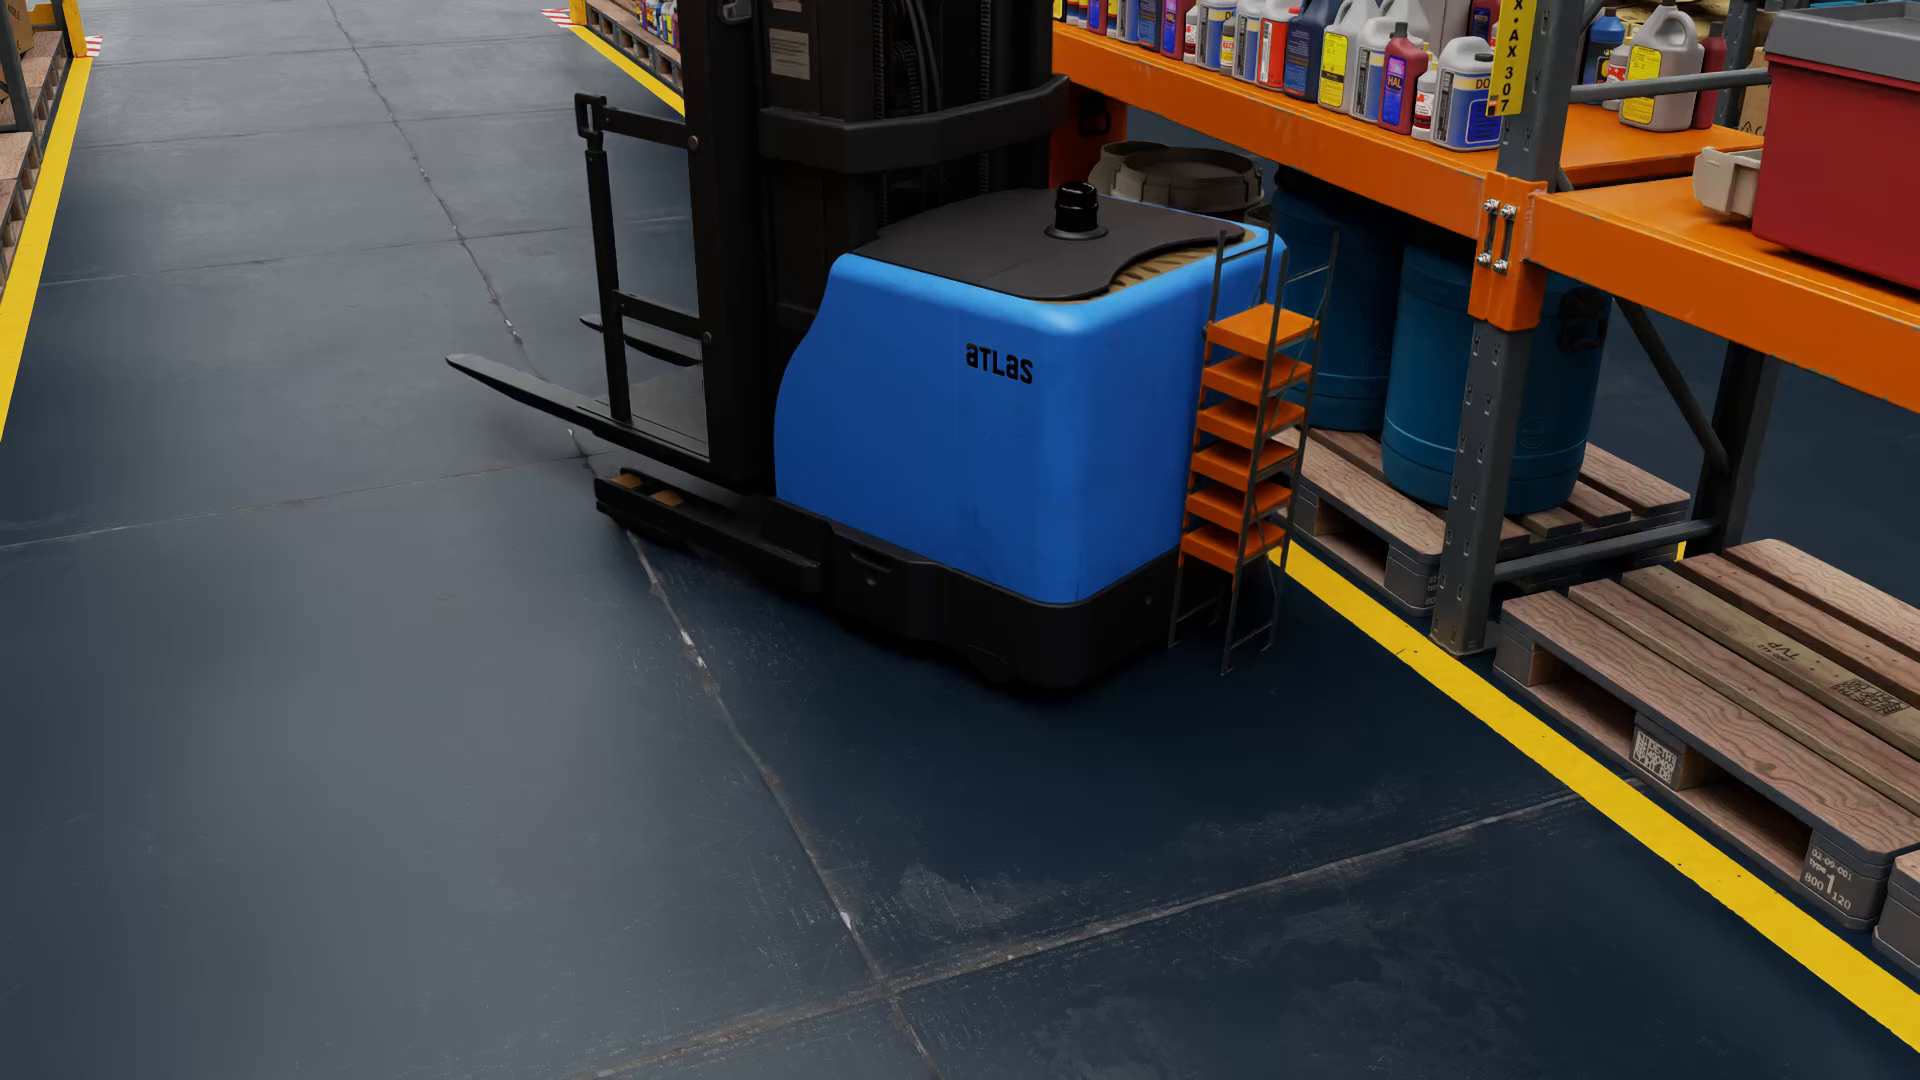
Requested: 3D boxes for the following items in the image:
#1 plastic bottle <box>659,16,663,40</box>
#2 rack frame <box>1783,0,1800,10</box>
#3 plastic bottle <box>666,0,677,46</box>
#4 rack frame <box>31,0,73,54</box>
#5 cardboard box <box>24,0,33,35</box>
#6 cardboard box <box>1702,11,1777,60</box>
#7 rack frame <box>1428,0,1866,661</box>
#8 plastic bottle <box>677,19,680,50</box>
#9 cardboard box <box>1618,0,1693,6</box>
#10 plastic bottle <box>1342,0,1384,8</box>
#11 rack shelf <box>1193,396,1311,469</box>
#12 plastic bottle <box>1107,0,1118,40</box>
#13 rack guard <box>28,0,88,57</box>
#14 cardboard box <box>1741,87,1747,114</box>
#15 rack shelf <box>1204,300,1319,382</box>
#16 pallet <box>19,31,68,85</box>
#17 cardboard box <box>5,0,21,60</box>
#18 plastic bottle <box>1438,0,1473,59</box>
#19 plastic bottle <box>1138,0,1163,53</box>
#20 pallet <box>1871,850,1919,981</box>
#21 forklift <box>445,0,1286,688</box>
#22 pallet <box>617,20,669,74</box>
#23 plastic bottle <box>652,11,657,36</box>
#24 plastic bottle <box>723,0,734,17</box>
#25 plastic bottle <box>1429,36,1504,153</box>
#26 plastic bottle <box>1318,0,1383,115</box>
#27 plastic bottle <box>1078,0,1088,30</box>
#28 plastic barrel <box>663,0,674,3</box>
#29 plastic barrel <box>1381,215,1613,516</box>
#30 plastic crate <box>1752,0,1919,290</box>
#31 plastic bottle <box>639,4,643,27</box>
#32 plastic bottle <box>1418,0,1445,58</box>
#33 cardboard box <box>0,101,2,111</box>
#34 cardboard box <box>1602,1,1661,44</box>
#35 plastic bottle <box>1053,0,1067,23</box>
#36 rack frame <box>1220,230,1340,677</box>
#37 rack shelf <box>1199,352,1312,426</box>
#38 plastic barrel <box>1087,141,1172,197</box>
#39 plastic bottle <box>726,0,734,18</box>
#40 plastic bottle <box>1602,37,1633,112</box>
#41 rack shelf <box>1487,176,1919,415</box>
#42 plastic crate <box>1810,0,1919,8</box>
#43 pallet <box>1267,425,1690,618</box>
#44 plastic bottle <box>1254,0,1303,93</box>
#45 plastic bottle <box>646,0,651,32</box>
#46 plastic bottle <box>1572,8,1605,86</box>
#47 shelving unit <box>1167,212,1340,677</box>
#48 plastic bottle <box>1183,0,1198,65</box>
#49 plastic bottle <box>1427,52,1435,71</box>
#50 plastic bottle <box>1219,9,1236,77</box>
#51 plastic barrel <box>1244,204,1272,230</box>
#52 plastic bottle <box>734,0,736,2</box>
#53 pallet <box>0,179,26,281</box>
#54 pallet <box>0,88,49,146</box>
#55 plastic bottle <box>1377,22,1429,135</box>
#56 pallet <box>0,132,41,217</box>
[{"bbox_3d":[-2.183,-3.825,12.353,0.097,0.201,0.097,0,26,0],"label":"plastic bottle"},{"bbox_3d":[7.783,-6.059,14.242,1.000,3.000,0.127,-11,28,-21],"label":"rack frame"},{"bbox_3d":[-2.052,-3.783,12.097,0.144,0.351,0.185,-11,28,-21],"label":"plastic bottle"},{"bbox_3d":[-7.457,-5.121,12.320,1.000,3.000,0.127,-11,28,-21],"label":"rack frame"},{"bbox_3d":[-7.227,-3.932,12.254,0.500,0.500,0.500,-5,27,-11],"label":"cardboard box"},{"bbox_3d":[4.858,-3.059,10.113,0.500,0.311,0.500,-10,28,-19],"label":"cardboard box"},{"bbox_3d":[1.800,-1.128,4.141,1.000,3.000,0.127,-11,28,-21],"label":"rack frame"},{"bbox_3d":[-1.925,-3.653,11.830,0.144,0.351,0.185,-12,29,-23],"label":"plastic bottle"},{"bbox_3d":[4.447,-3.476,10.967,0.500,0.311,0.500,-11,28,-22],"label":"cardboard box"},{"bbox_3d":[1.199,-1.520,5.000,0.144,0.351,0.185,-11,28,-21],"label":"plastic bottle"},{"bbox_3d":[0.755,-0.294,4.301,0.180,0.103,0.258,27,37,36],"label":"rack shelf"},{"bbox_3d":[0.578,-1.937,5.944,0.097,0.271,0.097,0,26,0],"label":"plastic bottle"},{"bbox_3d":[-7.427,-3.967,12.805,1.175,0.500,0.348,-11,28,-21],"label":"rack guard"},{"bbox_3d":[4.858,-2.807,10.236,0.500,0.250,0.500,-11,28,-21],"label":"cardboard box"},{"bbox_3d":[0.766,-0.505,4.186,0.180,0.103,0.258,27,37,36],"label":"rack shelf"},{"bbox_3d":[-7.141,-3.503,12.185,1.003,0.211,1.213,-11,28,-21],"label":"pallet"},{"bbox_3d":[-6.734,-3.440,11.247,0.500,0.500,0.500,-8,27,-16],"label":"cardboard box"},{"bbox_3d":[1.607,-1.698,5.450,0.152,0.276,0.135,-11,28,-21],"label":"plastic bottle"},{"bbox_3d":[0.708,-1.865,5.707,0.144,0.351,0.185,-11,28,-21],"label":"plastic bottle"},{"bbox_3d":[2.605,0.909,3.148,1.003,0.211,1.213,-11,28,-21],"label":"pallet"},{"bbox_3d":[-0.535,-1.459,4.898,3.031,2.935,1.130,21,33,36],"label":"forklift"},{"bbox_3d":[-2.039,-3.876,12.948,1.003,0.211,1.213,-11,28,-21],"label":"pallet"},{"bbox_3d":[-2.264,-3.908,12.523,0.097,0.201,0.097,0,26,0],"label":"plastic bottle"},{"bbox_3d":[-1.801,-4.158,12.942,0.061,0.283,0.133,-11,28,-21],"label":"plastic bottle"},{"bbox_3d":[1.348,-1.175,4.380,0.152,0.276,0.135,-11,28,-21],"label":"plastic bottle"},{"bbox_3d":[1.139,-1.420,4.796,0.144,0.351,0.185,-11,28,-21],"label":"plastic bottle"},{"bbox_3d":[0.488,-2.030,6.135,0.097,0.271,0.097,0,26,0],"label":"plastic bottle"},{"bbox_3d":[-2.375,-4.588,13.585,0.421,0.512,0.421,0,26,0],"label":"plastic barrel"},{"bbox_3d":[1.603,-0.596,4.965,0.600,0.901,0.708,-11,28,-21],"label":"plastic barrel"},{"bbox_3d":[1.919,-0.780,3.287,0.402,0.464,0.583,-11,28,-21],"label":"plastic crate"},{"bbox_3d":[-2.435,-4.085,12.886,0.097,0.201,0.097,0,26,0],"label":"plastic bottle"},{"bbox_3d":[1.467,-1.672,5.397,0.152,0.276,0.135,-11,28,-21],"label":"plastic bottle"},{"bbox_3d":[-6.010,-2.740,9.814,0.500,0.500,0.500,-11,28,-22],"label":"cardboard box"},{"bbox_3d":[4.152,-3.175,10.350,0.500,0.311,0.500,-11,28,-21],"label":"cardboard box"},{"bbox_3d":[0.388,-2.118,6.302,0.061,0.283,0.133,-11,28,-21],"label":"plastic bottle"},{"bbox_3d":[0.817,-0.195,4.283,0.006,1.200,0.240,27,37,36],"label":"rack frame"},{"bbox_3d":[0.761,-0.399,4.244,0.180,0.103,0.258,27,37,36],"label":"rack shelf"},{"bbox_3d":[0.744,-1.406,7.068,0.421,0.512,0.421,0,26,0],"label":"plastic barrel"},{"bbox_3d":[-1.756,-4.055,12.824,0.097,0.201,0.097,0,26,0],"label":"plastic bottle"},{"bbox_3d":[1.935,-1.357,4.837,0.097,0.201,0.097,0,26,0],"label":"plastic bottle"},{"bbox_3d":[2.583,0.003,2.645,1.077,0.370,4.000,-11,28,-21],"label":"rack shelf"},{"bbox_3d":[2.297,-1.018,3.865,0.392,0.384,0.575,-11,28,-21],"label":"plastic crate"},{"bbox_3d":[1.536,-0.193,5.405,1.003,0.211,1.213,-11,28,-21],"label":"pallet"},{"bbox_3d":[1.008,-1.527,5.099,0.152,0.276,0.135,-11,28,-21],"label":"plastic bottle"},{"bbox_3d":[-2.342,-4.020,12.673,0.097,0.271,0.097,0,26,0],"label":"plastic bottle"},{"bbox_3d":[1.826,-1.472,4.987,0.152,0.276,0.135,-11,28,-21],"label":"plastic bottle"},{"bbox_3d":[0.752,-0.228,4.337,0.189,1.200,0.258,27,37,36],"label":"shelving unit"},{"bbox_3d":[0.794,-1.683,5.505,0.097,0.201,0.097,0,26,0],"label":"plastic bottle"},{"bbox_3d":[1.281,-1.248,4.614,0.097,0.201,0.097,0,26,0],"label":"plastic bottle"},{"bbox_3d":[0.885,-1.589,5.313,0.097,0.201,0.097,0,26,0],"label":"plastic bottle"},{"bbox_3d":[1.187,-0.950,6.134,0.421,0.512,0.421,0,26,0],"label":"plastic barrel"},{"bbox_3d":[-1.703,-4.173,12.982,0.152,0.276,0.135,-10,28,-20],"label":"plastic bottle"},{"bbox_3d":[-5.102,-1.446,7.971,1.003,0.211,1.213,-11,28,-21],"label":"pallet"},{"bbox_3d":[-6.186,-2.518,10.167,1.003,0.211,1.213,-11,28,-21],"label":"pallet"},{"bbox_3d":[1.216,-1.264,4.554,0.061,0.283,0.133,-11,28,-21],"label":"plastic bottle"},{"bbox_3d":[-5.584,-1.939,8.981,1.003,0.211,1.213,-11,28,-21],"label":"pallet"}]
